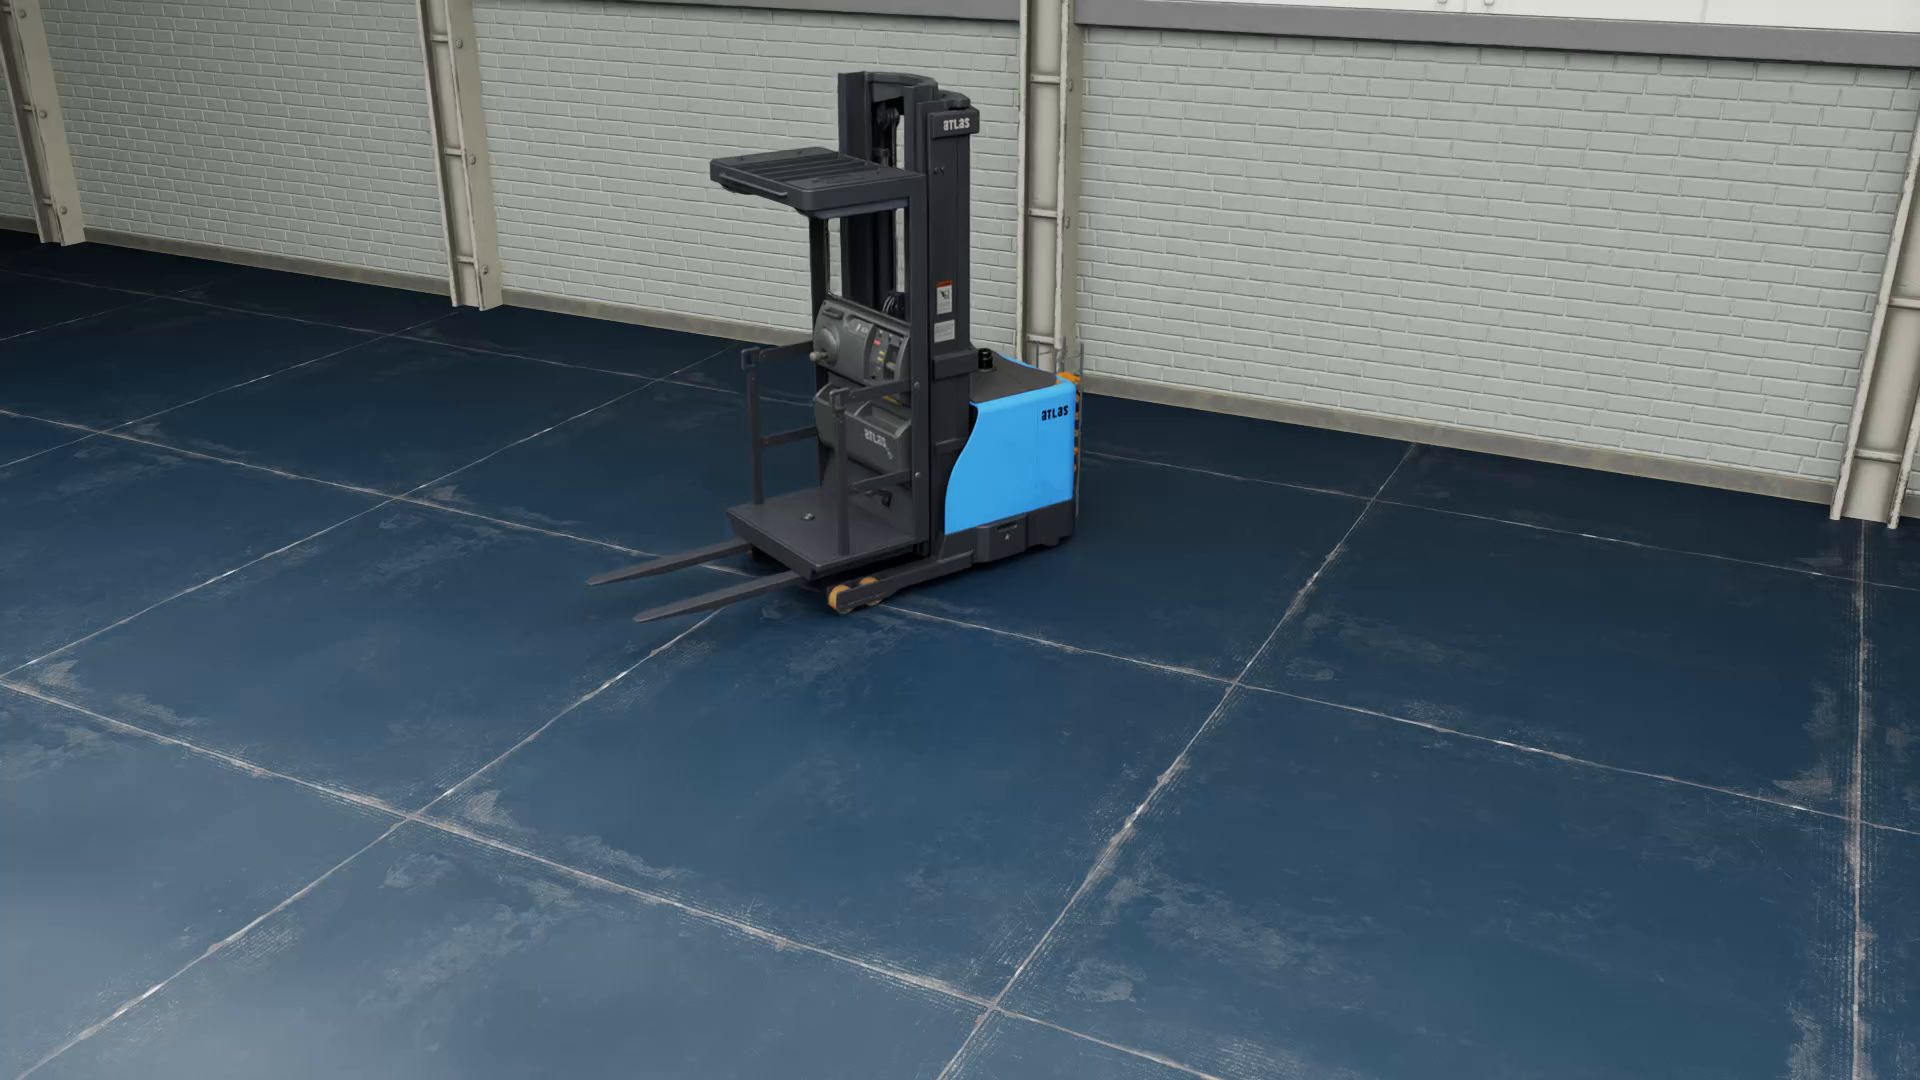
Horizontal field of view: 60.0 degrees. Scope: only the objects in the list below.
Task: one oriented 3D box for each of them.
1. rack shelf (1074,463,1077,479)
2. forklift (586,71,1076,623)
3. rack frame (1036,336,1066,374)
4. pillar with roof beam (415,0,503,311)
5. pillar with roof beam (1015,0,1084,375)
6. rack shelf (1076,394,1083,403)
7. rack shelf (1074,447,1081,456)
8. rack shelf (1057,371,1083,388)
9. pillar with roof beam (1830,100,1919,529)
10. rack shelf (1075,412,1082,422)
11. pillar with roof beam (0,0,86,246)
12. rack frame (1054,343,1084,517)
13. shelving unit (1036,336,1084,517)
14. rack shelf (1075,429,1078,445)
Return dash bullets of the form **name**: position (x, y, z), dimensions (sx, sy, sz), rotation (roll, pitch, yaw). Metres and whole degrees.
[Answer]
- **rack shelf**: position (0.639, -0.451, 11.003), dimensions (0.258, 0.103, 0.180), rotation (-16, 28, -33)
- **forklift**: position (-0.751, -1.151, 9.711), dimensions (3.031, 2.935, 1.130), rotation (-16, 28, -33)
- **rack frame**: position (0.586, -0.742, 10.960), dimensions (0.240, 1.200, 0.006), rotation (-16, 28, -33)
- **pillar with roof beam**: position (-6.607, -4.918, 10.815), dimensions (0.400, 9.000, 9.100), rotation (11, 25, 25)
- **pillar with roof beam**: position (-1.252, -3.858, 8.323), dimensions (0.400, 9.000, 9.100), rotation (11, 25, 25)
- **rack shelf**: position (0.640, -0.893, 10.816), dimensions (0.258, 0.103, 0.180), rotation (-16, 28, -33)
- **rack shelf**: position (0.640, -0.562, 10.956), dimensions (0.258, 0.103, 0.180), rotation (-16, 28, -33)
- **rack shelf**: position (0.641, -1.004, 10.769), dimensions (0.258, 0.103, 0.180), rotation (-16, 28, -33)
- **pillar with roof beam**: position (4.103, -2.799, 5.832), dimensions (0.400, 9.000, 9.100), rotation (11, 25, 25)
- **rack shelf**: position (0.640, -0.783, 10.863), dimensions (0.258, 0.103, 0.180), rotation (-16, 28, -33)
- **pillar with roof beam**: position (-11.961, -5.977, 13.306), dimensions (0.400, 9.000, 9.100), rotation (11, 25, 25)
- **rack frame**: position (0.694, -0.684, 10.824), dimensions (0.240, 1.200, 0.006), rotation (-16, 28, -33)
- **shelving unit**: position (0.640, -0.713, 10.892), dimensions (0.258, 1.200, 0.189), rotation (-16, 28, -33)
- **rack shelf**: position (0.640, -0.672, 10.910), dimensions (0.258, 0.103, 0.180), rotation (-16, 28, -33)
